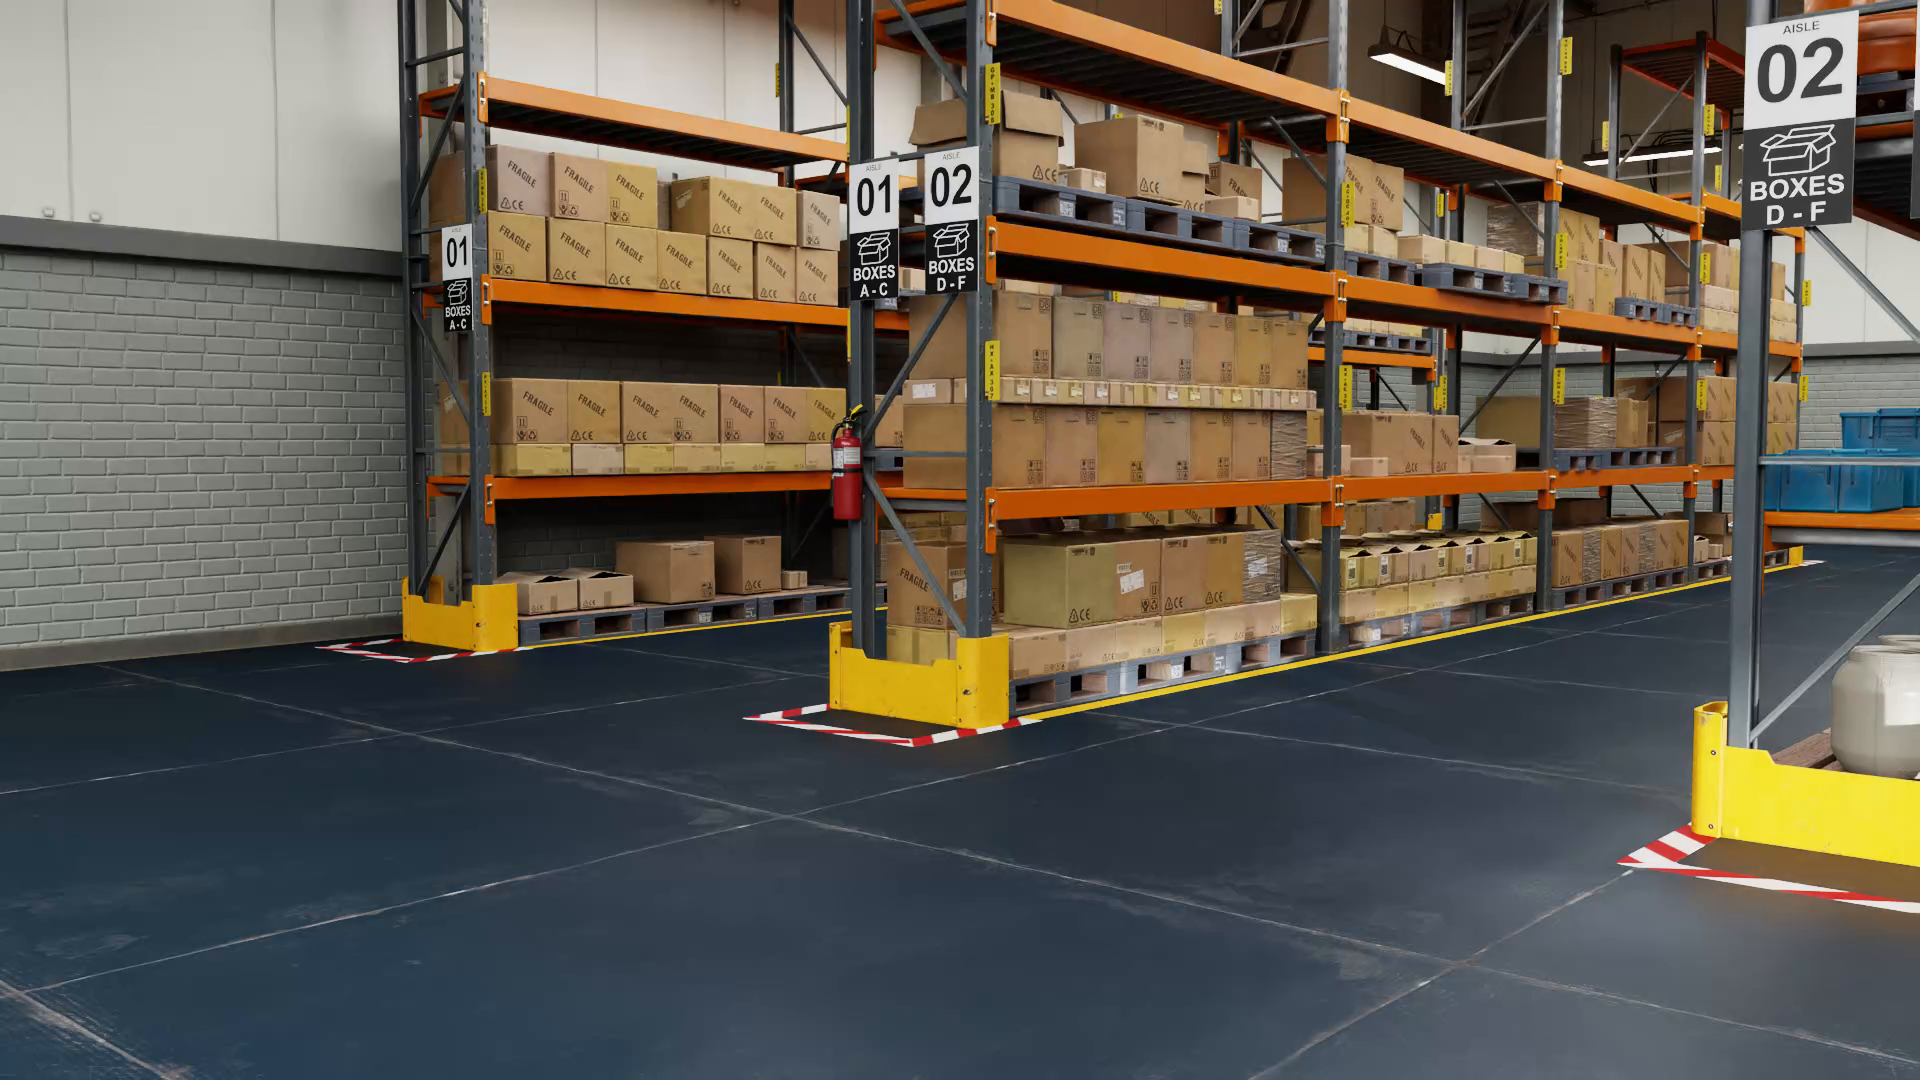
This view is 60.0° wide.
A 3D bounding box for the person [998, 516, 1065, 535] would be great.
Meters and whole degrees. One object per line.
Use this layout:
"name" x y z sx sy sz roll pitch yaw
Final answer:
"person" 0.541 -0.071 12.869 0.643 1.774 0.423 3 5 42
